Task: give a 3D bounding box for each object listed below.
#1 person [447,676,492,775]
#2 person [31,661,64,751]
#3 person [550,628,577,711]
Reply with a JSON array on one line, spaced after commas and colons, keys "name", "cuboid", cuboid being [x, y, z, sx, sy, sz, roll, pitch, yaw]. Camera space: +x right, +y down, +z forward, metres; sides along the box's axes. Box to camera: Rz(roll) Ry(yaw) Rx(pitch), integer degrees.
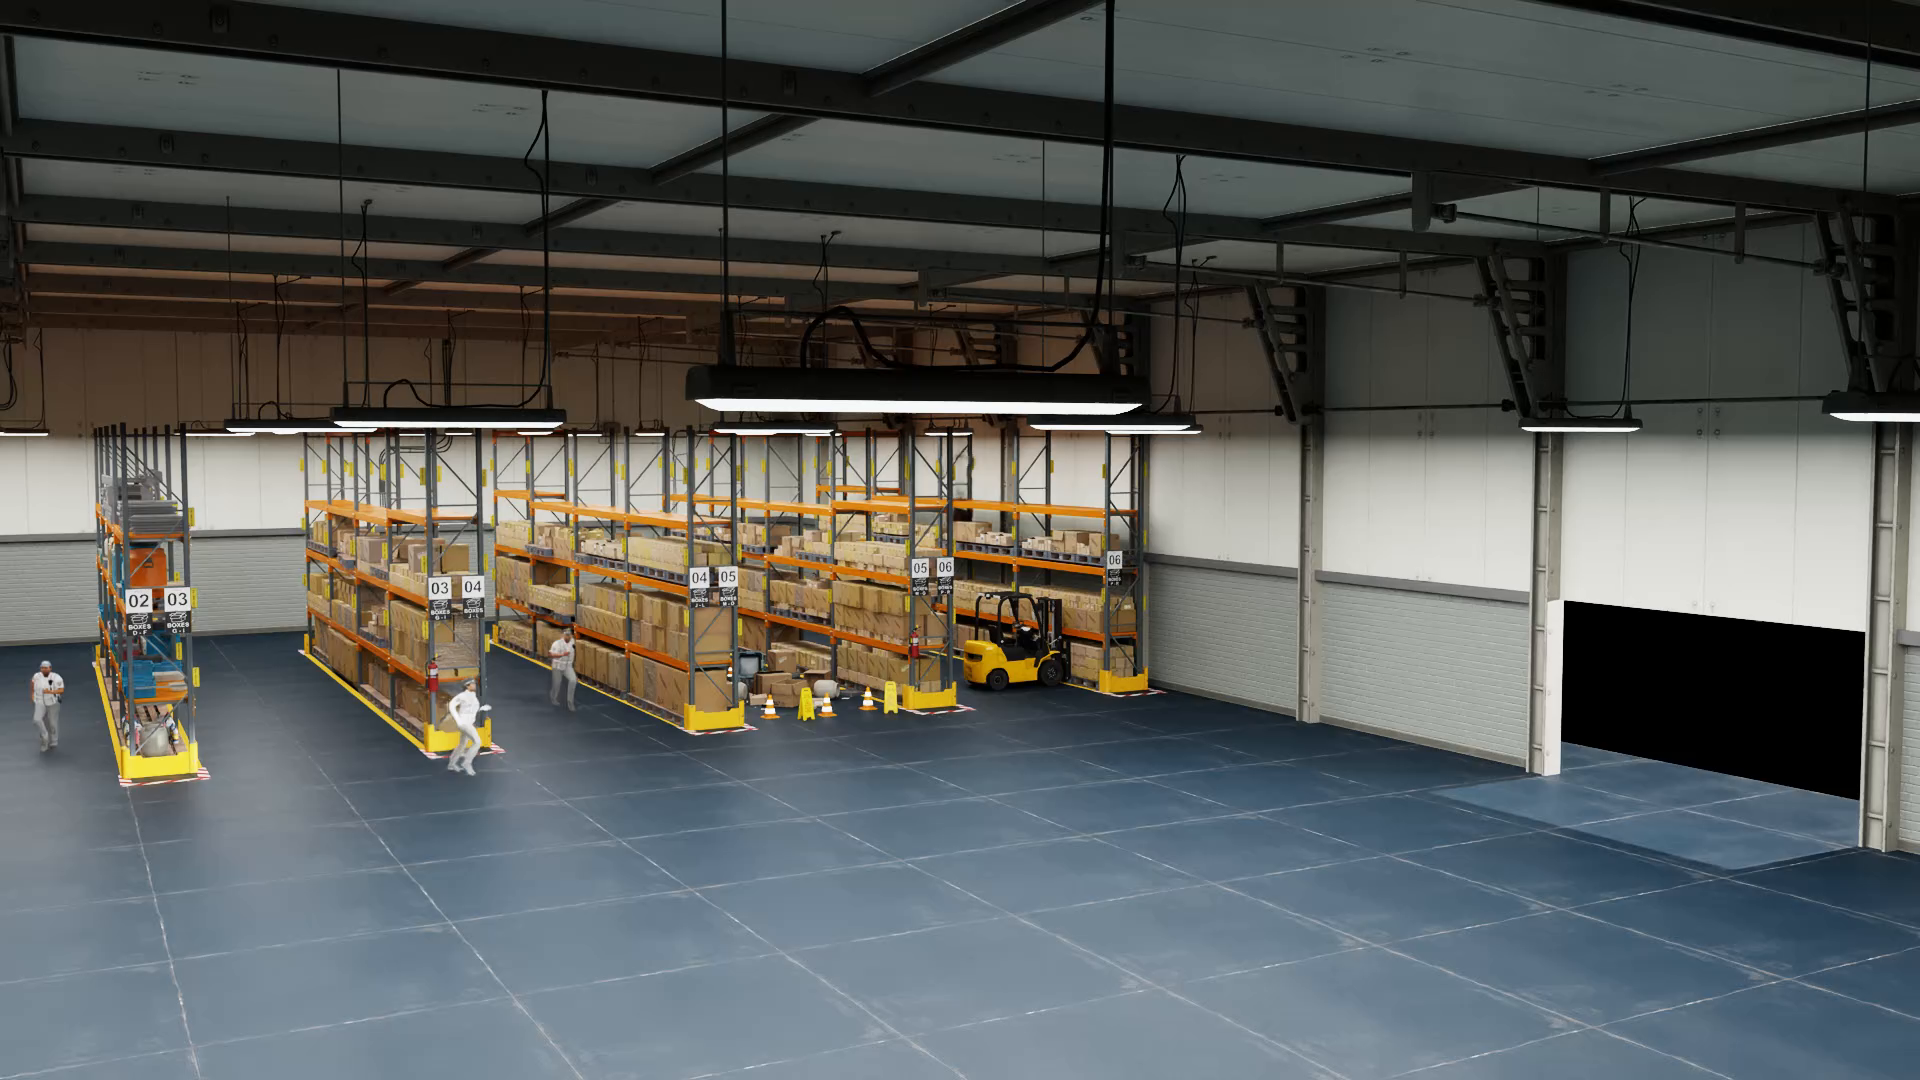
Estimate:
[{"name": "person", "cuboid": [-8.418, 3.172, 28.447, 0.747, 1.724, 0.612, 0, 3, 1]}, {"name": "person", "cuboid": [-16.830, 3.042, 30.644, 0.623, 1.662, 0.779, -1, 4, -13]}, {"name": "person", "cuboid": [-8.448, 2.735, 35.288, 0.649, 1.806, 0.972, -3, 4, -37]}]
